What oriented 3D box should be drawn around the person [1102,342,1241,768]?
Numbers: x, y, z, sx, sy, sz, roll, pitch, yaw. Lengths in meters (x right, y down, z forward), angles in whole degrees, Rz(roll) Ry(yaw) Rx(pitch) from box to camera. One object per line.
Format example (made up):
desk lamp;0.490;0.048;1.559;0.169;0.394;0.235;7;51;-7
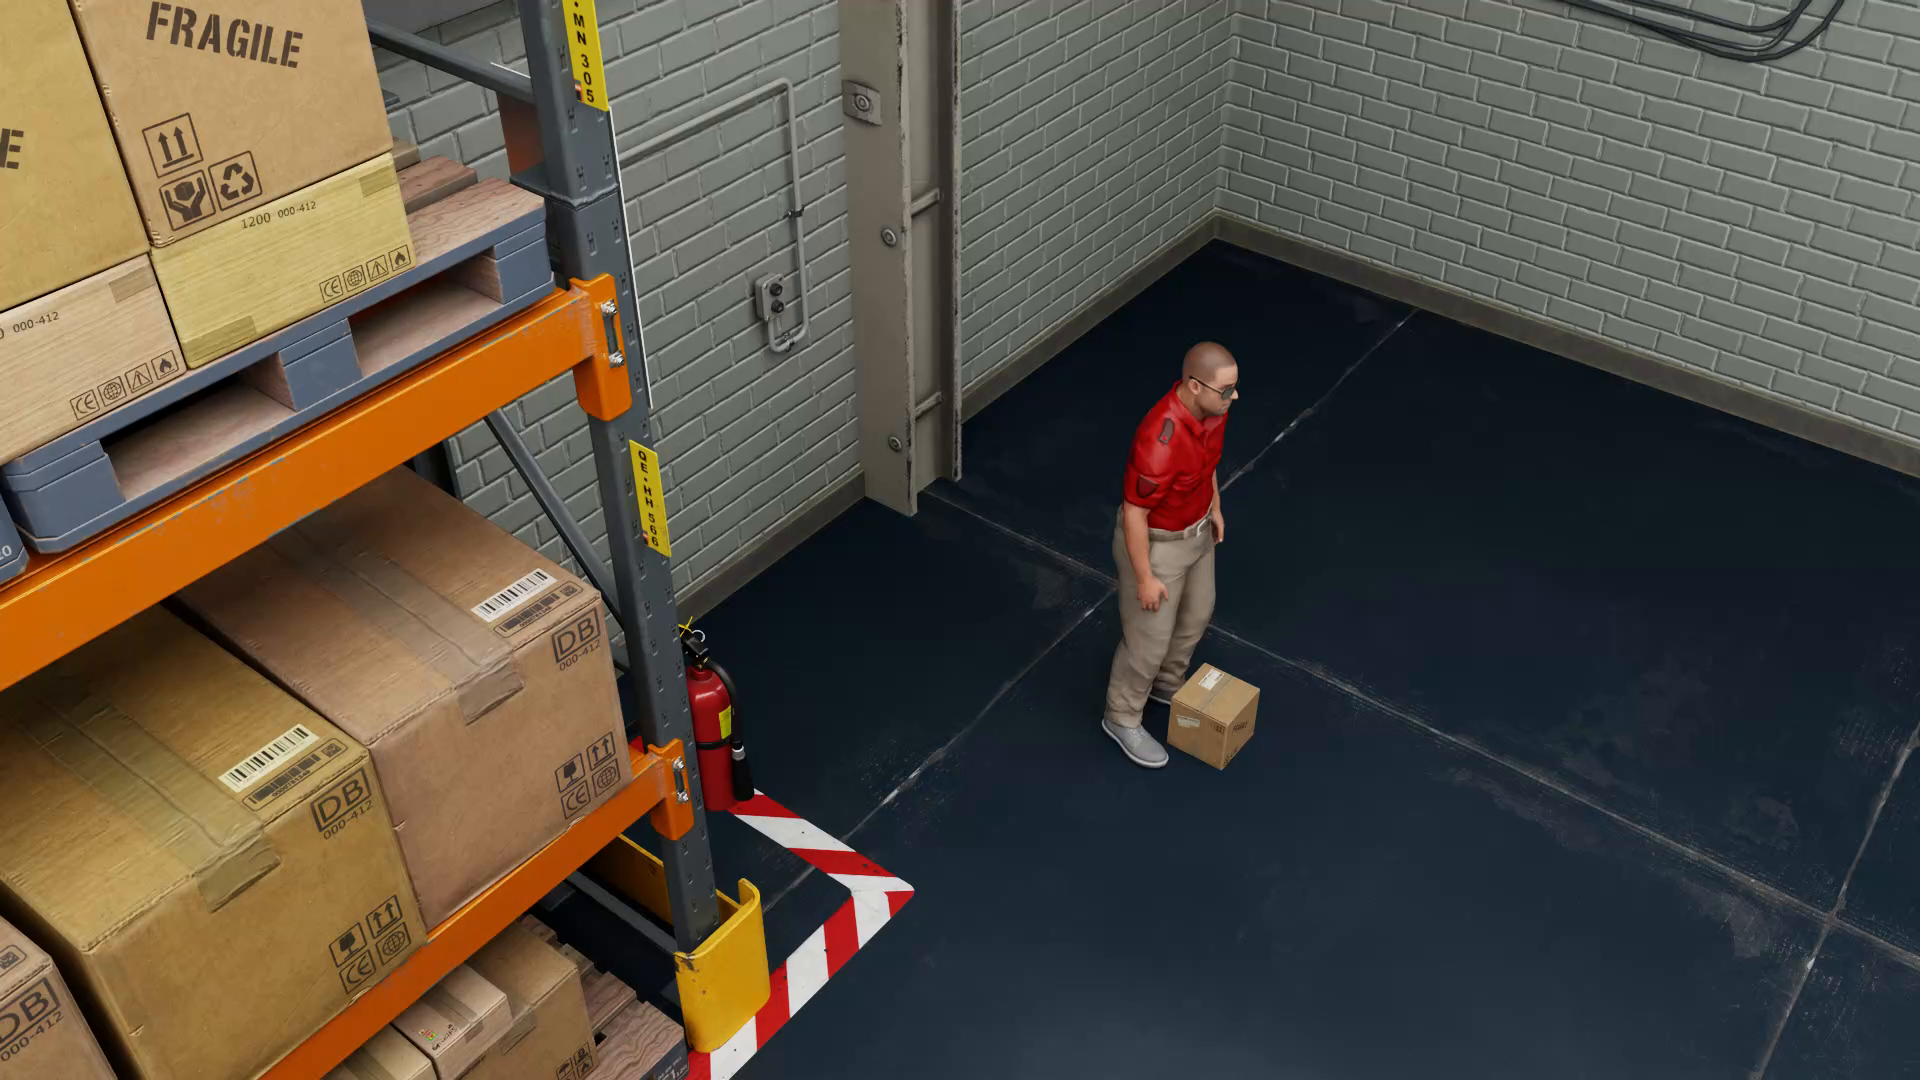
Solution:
person;0.803;0.021;6.138;0.427;1.728;0.602;24;44;27
